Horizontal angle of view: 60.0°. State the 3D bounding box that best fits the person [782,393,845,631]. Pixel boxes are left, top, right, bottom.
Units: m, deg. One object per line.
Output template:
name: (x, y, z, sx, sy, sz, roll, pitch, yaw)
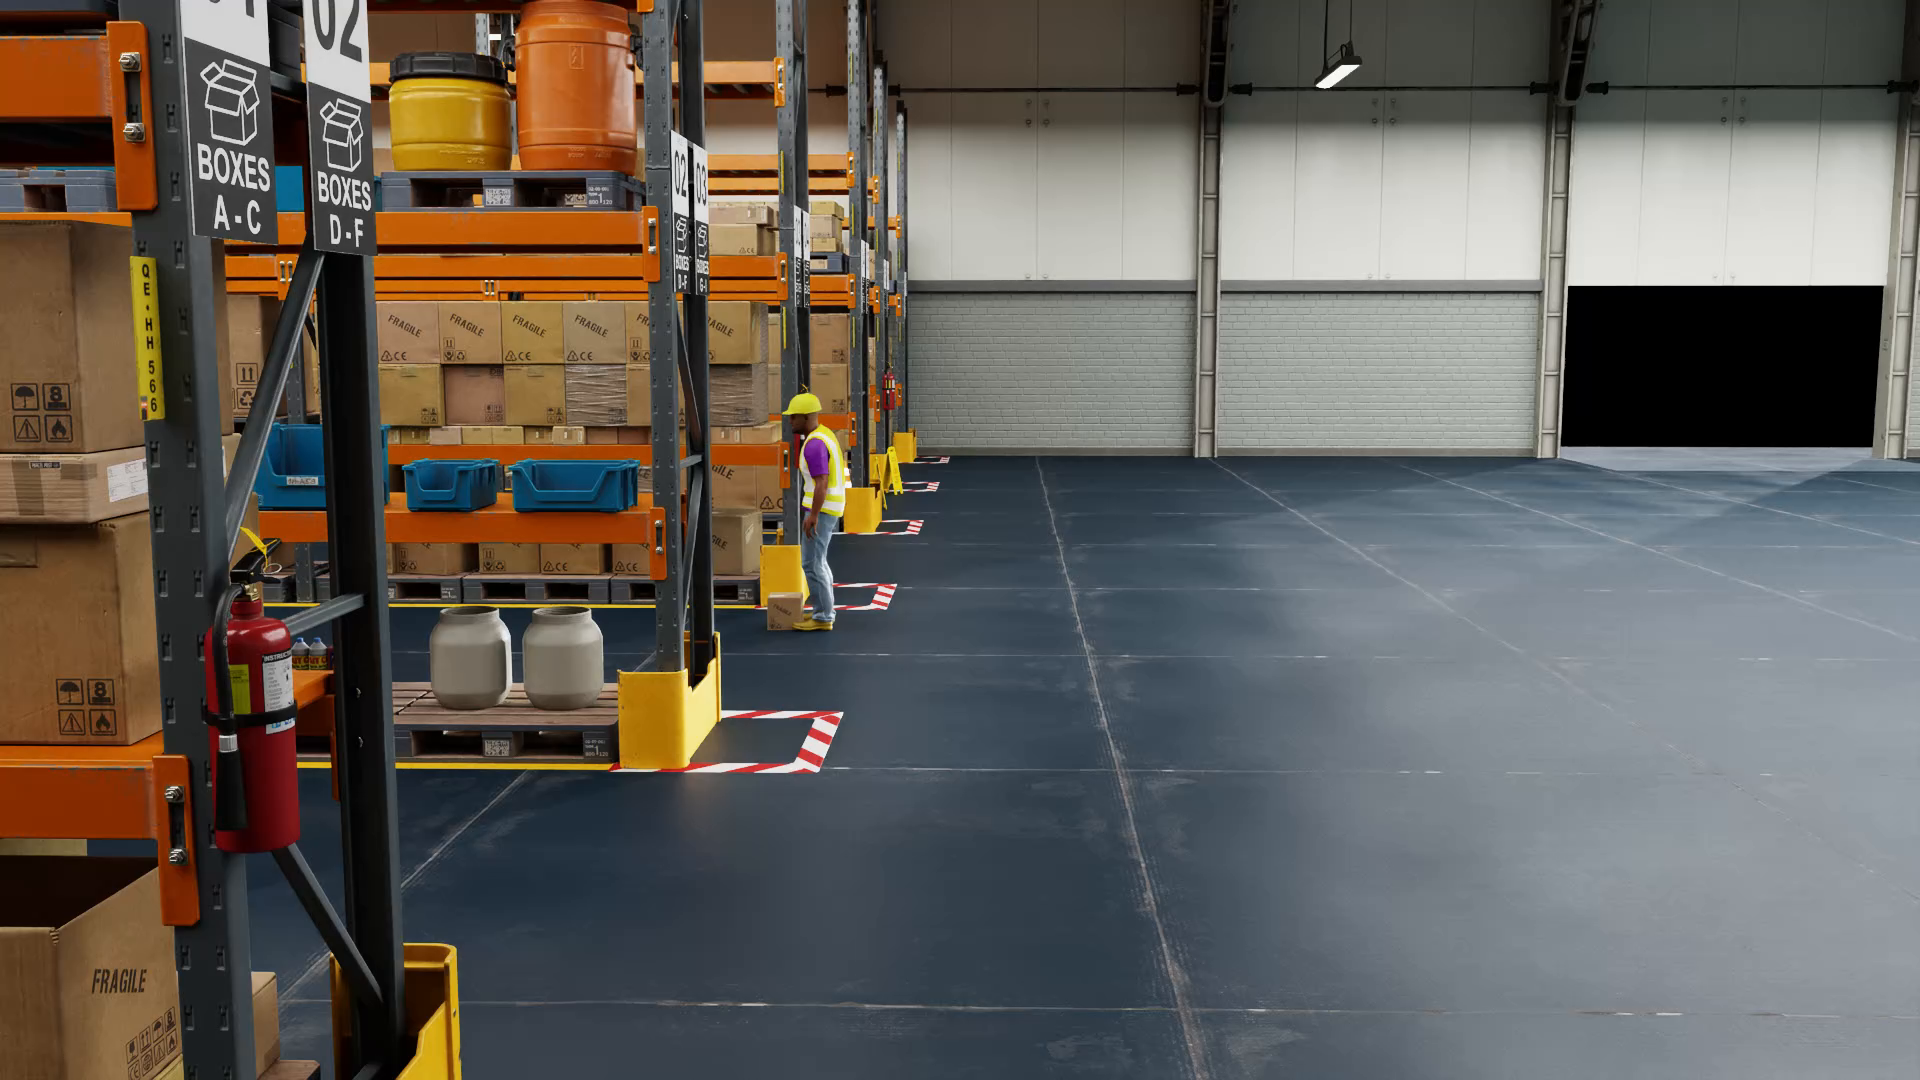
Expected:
person: (-1.084, -0.212, 12.389, 0.462, 1.759, 0.633, 0, 7, -2)
